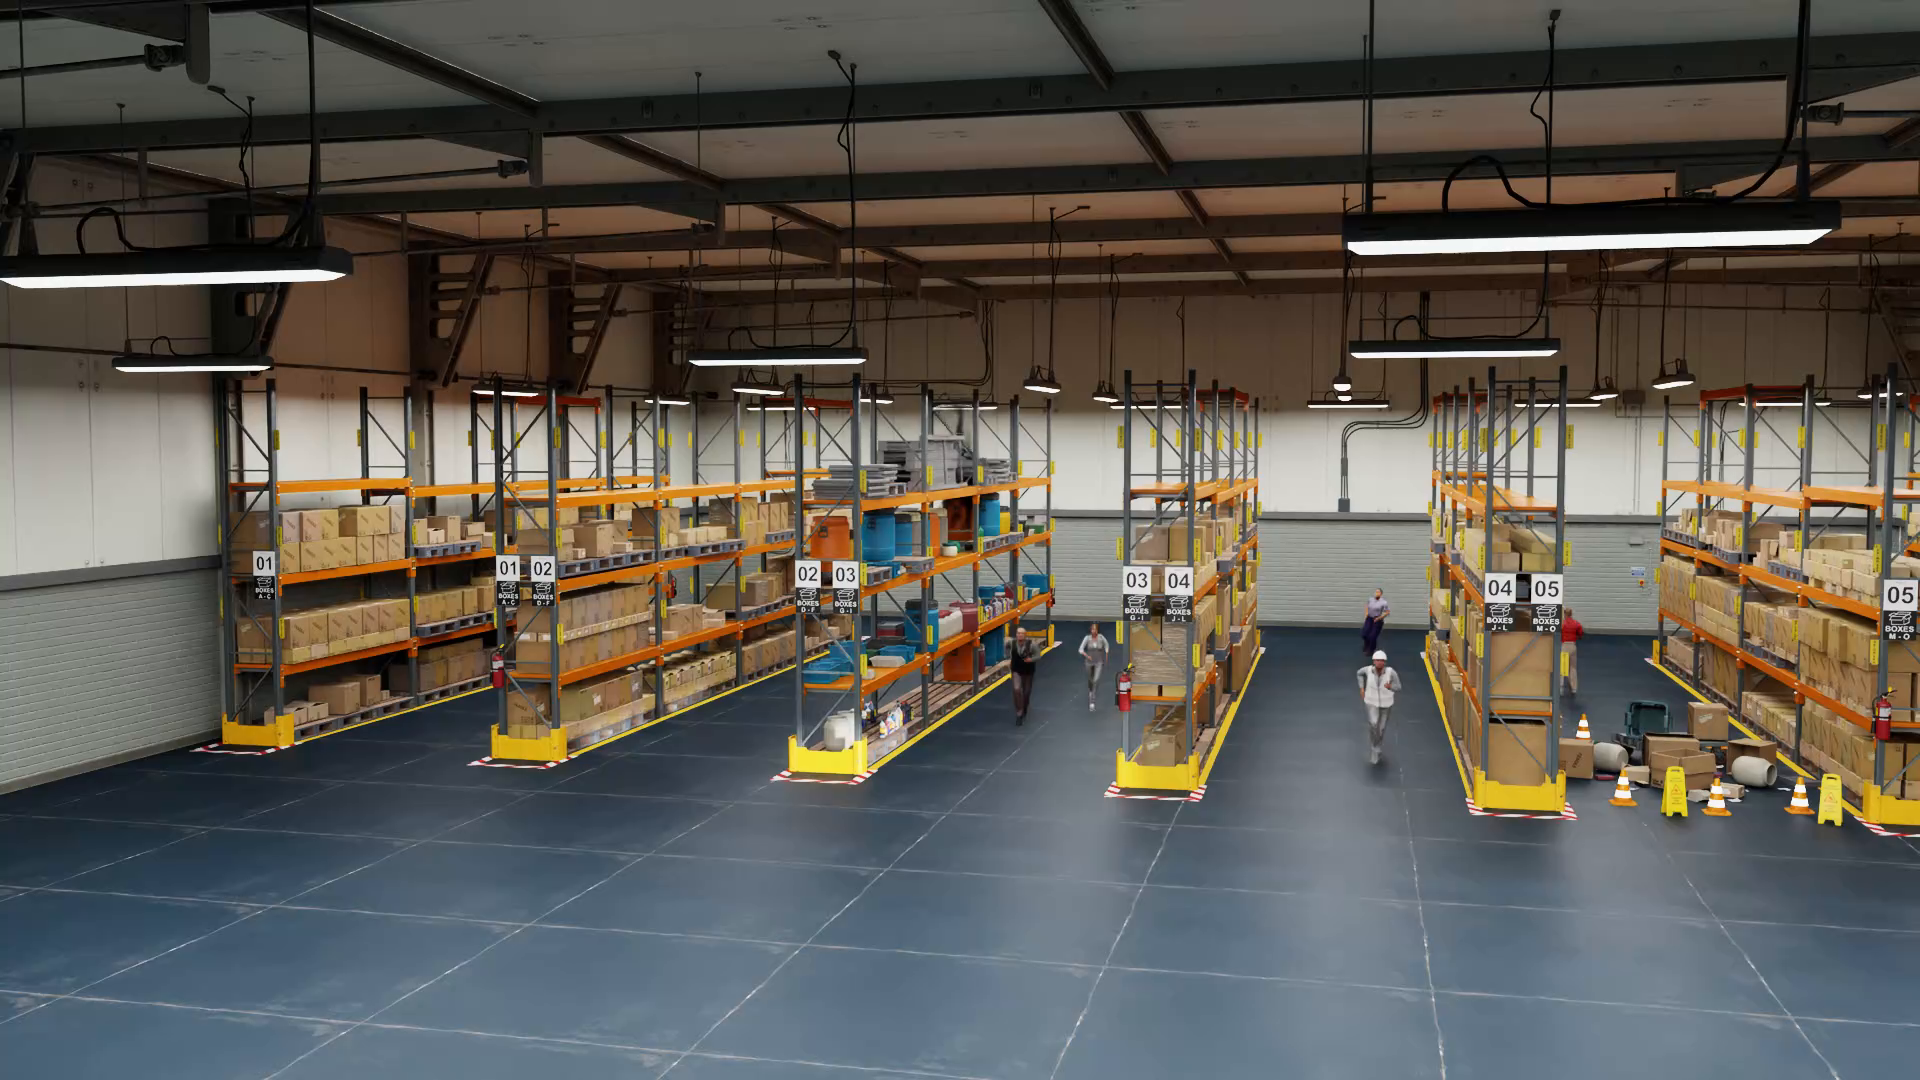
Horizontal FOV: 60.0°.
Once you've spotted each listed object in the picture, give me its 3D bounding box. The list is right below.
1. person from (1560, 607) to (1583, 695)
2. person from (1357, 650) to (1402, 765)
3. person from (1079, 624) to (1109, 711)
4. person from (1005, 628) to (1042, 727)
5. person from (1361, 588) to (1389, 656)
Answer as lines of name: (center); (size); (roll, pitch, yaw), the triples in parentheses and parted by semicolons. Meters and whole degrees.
person: (11.829, 2.204, 32.496); (0.671, 1.774, 0.901); (1, 4, 15)
person: (6.531, 2.580, 25.948); (0.650, 1.773, 0.944); (0, 3, 7)
person: (2.506, 2.350, 31.111); (0.564, 1.578, 0.921); (0, 3, 3)
person: (1.119, 2.393, 29.516); (0.657, 1.734, 1.009); (0, 3, 3)
person: (9.612, 1.910, 38.530); (0.688, 1.602, 0.516); (2, 4, 35)
